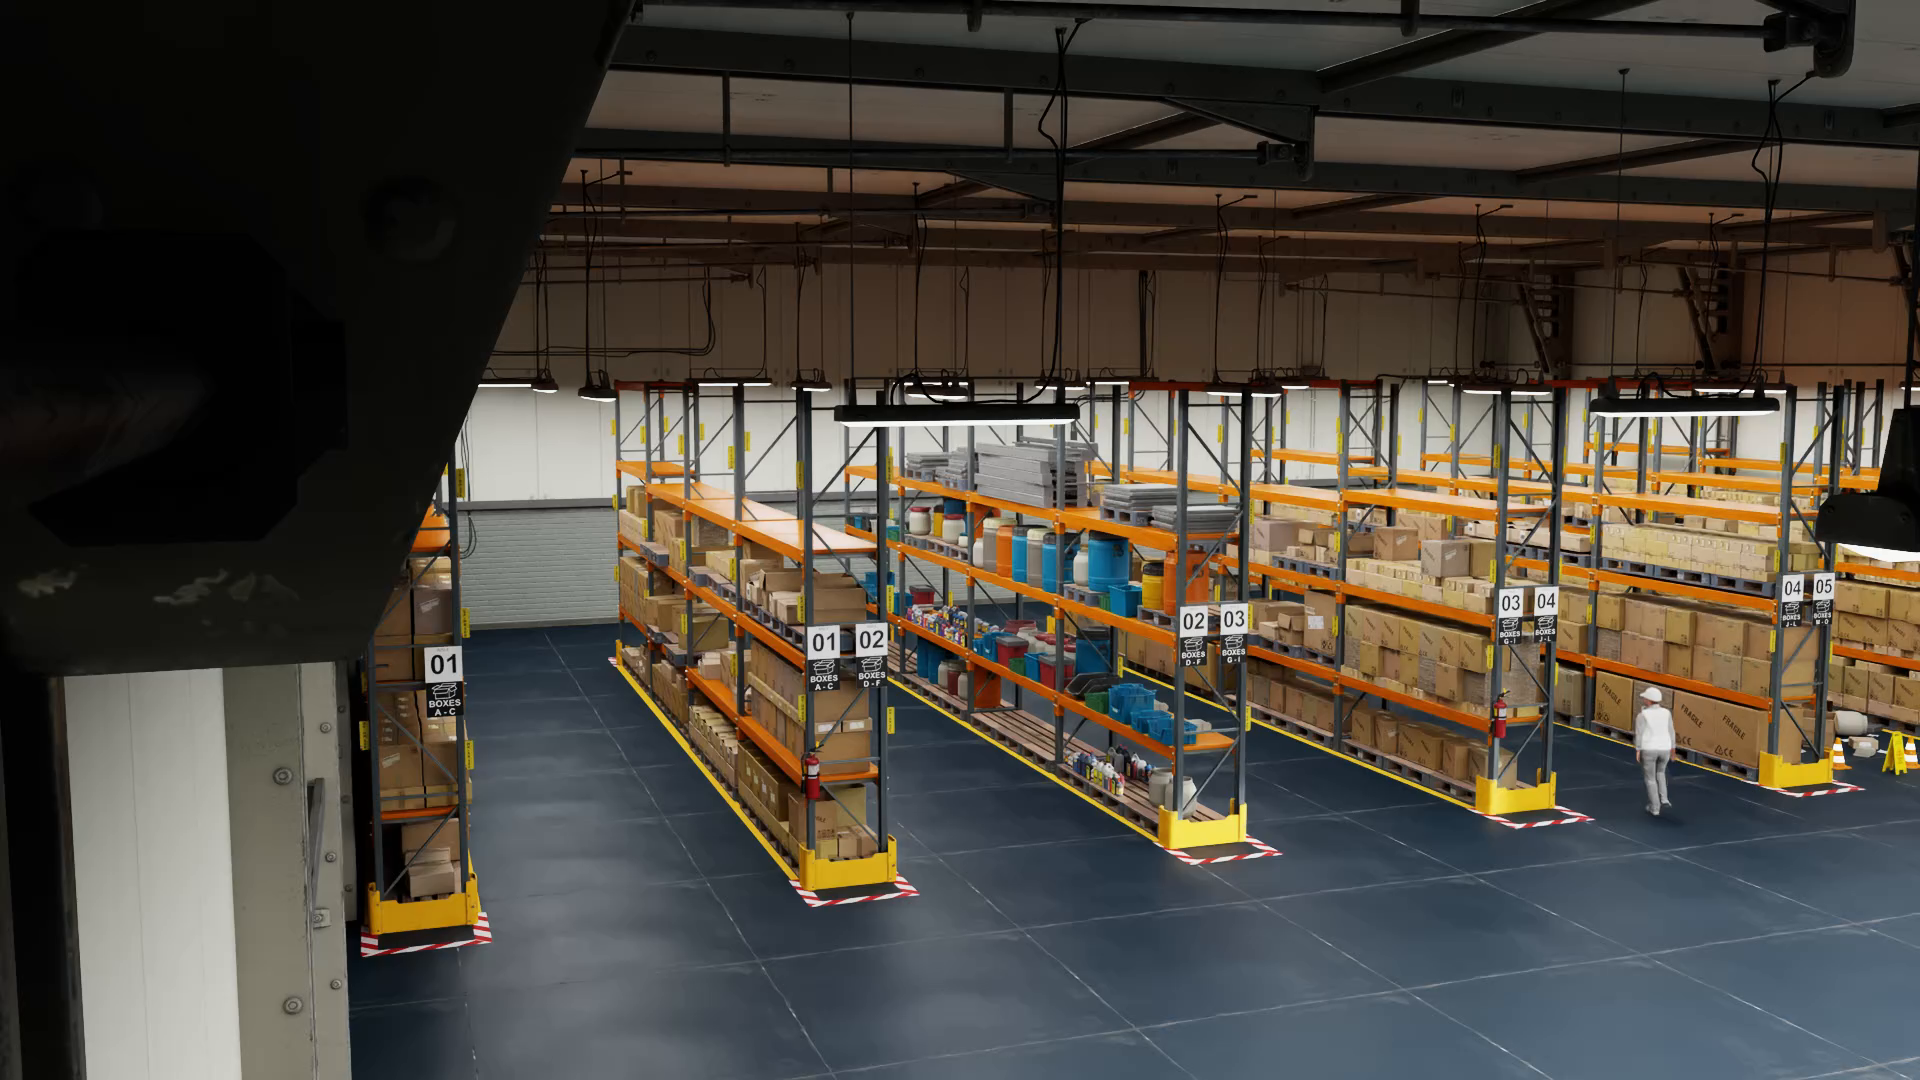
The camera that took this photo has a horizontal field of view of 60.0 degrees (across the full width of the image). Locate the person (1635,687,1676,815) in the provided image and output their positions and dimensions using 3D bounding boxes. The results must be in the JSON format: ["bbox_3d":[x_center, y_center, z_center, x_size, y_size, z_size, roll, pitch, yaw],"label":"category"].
[{"bbox_3d":[9.799,2.961,23.479,0.575,1.759,0.495,0,6,-1],"label":"person"}]
